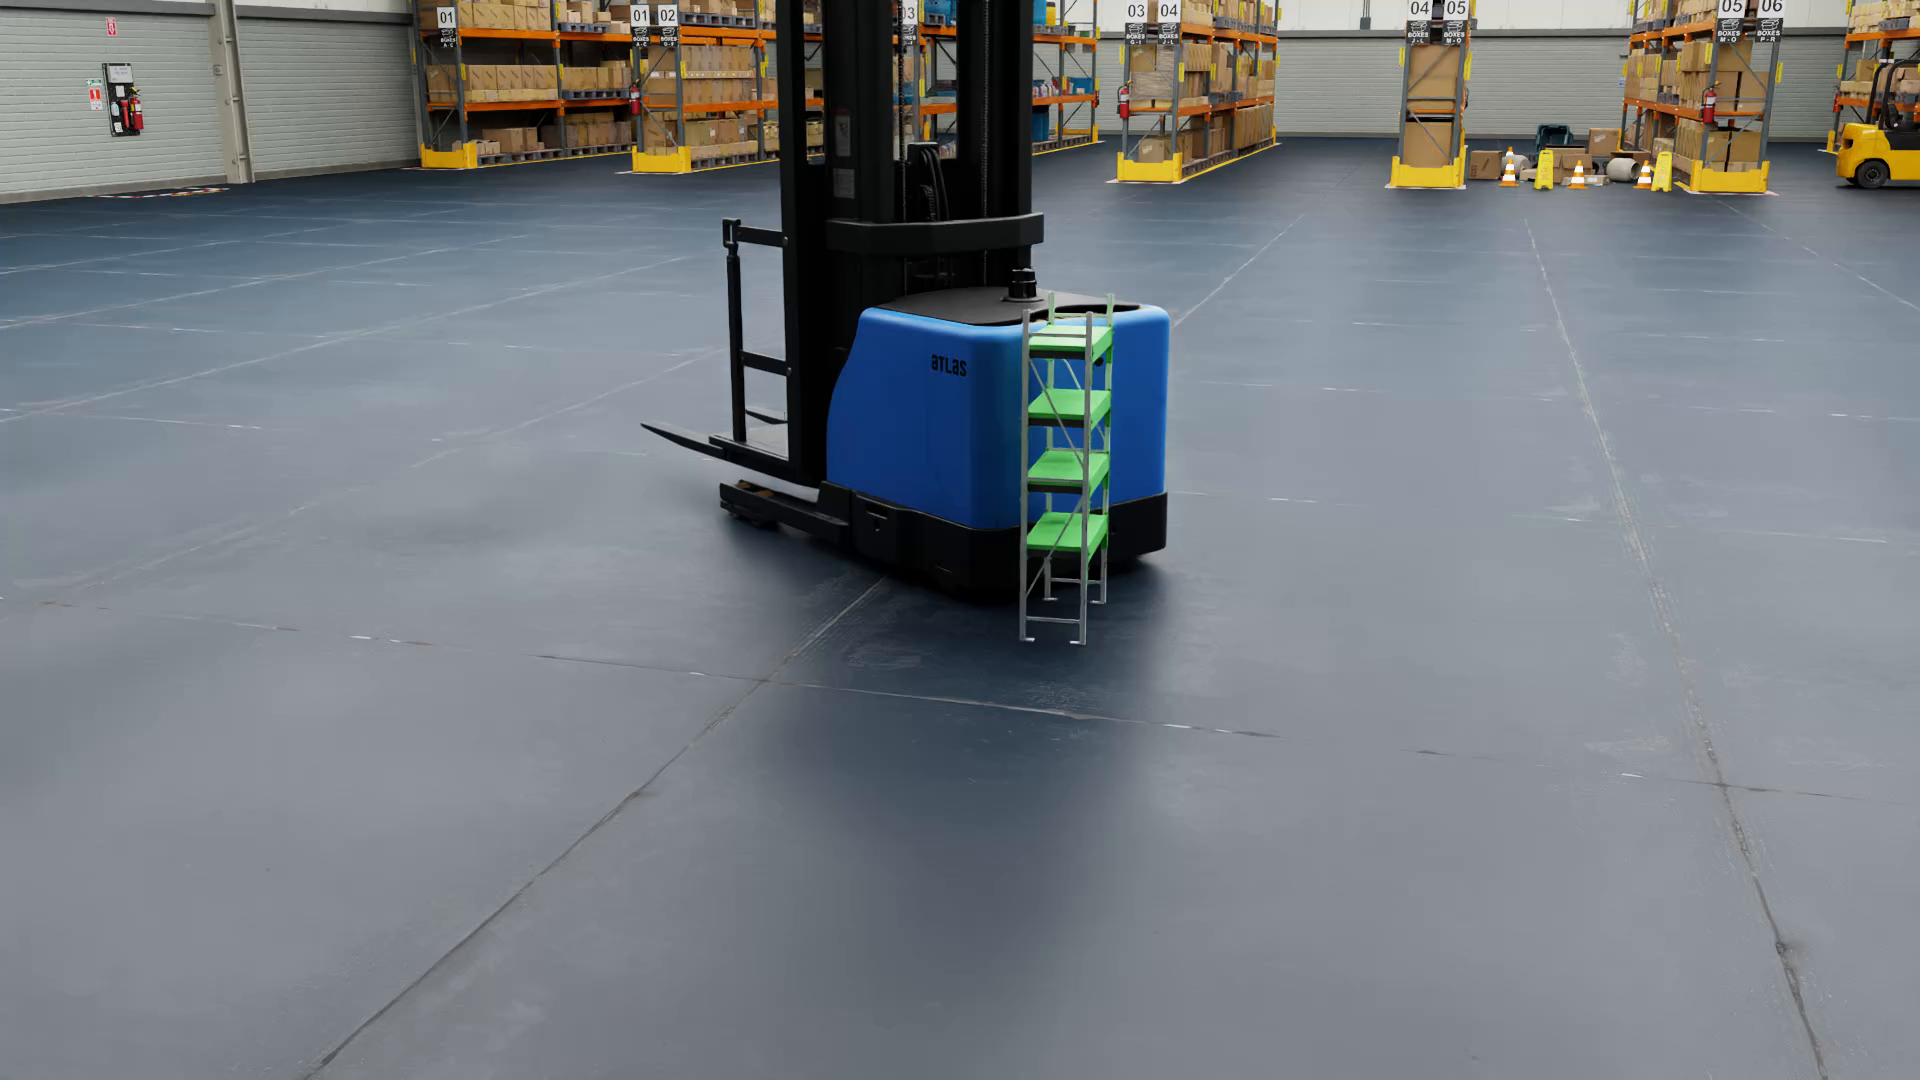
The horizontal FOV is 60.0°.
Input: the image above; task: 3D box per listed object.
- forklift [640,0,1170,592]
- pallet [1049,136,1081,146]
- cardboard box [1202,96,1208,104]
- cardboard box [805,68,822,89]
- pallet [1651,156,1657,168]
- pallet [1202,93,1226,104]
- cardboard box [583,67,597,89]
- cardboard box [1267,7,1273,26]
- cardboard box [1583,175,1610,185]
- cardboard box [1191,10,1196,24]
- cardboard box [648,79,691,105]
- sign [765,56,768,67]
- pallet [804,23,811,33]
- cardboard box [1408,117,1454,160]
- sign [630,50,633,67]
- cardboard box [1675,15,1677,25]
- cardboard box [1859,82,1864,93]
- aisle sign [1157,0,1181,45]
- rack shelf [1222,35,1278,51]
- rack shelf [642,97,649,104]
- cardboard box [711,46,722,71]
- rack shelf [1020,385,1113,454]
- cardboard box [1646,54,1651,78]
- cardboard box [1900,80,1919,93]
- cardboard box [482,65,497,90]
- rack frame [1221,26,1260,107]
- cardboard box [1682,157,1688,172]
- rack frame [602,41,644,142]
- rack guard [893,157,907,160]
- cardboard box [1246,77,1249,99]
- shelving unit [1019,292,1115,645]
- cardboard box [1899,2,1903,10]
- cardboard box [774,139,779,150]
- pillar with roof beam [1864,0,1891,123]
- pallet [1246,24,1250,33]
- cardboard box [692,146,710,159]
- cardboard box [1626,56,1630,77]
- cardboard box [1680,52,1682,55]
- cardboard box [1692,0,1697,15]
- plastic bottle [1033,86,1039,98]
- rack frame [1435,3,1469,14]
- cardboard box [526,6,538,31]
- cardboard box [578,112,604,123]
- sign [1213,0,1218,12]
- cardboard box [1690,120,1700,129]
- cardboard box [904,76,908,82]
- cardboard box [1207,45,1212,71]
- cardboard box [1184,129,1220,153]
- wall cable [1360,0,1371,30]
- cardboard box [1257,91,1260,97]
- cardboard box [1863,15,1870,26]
[{"bbox_3d":[-0.456,-1.545,7.406,1.130,2.935,3.031,-13,20,-37],"label":"forklift"},{"bbox_3d":[2.672,-10.811,45.059,1.003,0.211,1.213,5,16,16],"label":"pallet"},{"bbox_3d":[4.851,-8.960,33.884,0.380,0.149,0.250,5,16,16],"label":"cardboard box"},{"bbox_3d":[-3.658,-11.400,41.070,0.700,0.500,0.500,-1,16,-3],"label":"cardboard box"},{"bbox_3d":[15.045,-7.892,34.768,1.003,0.211,1.213,5,16,16],"label":"pallet"},{"bbox_3d":[4.987,-9.257,34.819,1.003,0.211,1.213,5,16,16],"label":"pallet"},{"bbox_3d":[-9.116,-11.023,39.707,0.700,0.500,0.500,7,17,24],"label":"cardboard box"},{"bbox_3d":[7.945,-13.901,44.208,0.700,0.500,0.500,4,16,13],"label":"cardboard box"},{"bbox_3d":[11.431,-6.473,29.879,0.250,0.149,0.380,-15,21,-41],"label":"cardboard box"},{"bbox_3d":[4.164,-9.855,31.357,0.500,0.250,0.500,5,16,16],"label":"cardboard box"},{"bbox_3d":[-5.858,-9.052,33.564,0.700,0.500,0.500,5,16,16],"label":"cardboard box"},{"bbox_3d":[-5.690,-14.077,48.908,0.100,0.325,0.005,5,16,16],"label":"sign"},{"bbox_3d":[-4.151,-11.851,38.463,1.003,0.211,1.213,5,17,18],"label":"pallet"},{"bbox_3d":[9.112,-7.770,32.350,0.875,0.875,0.875,5,17,17],"label":"cardboard box"},{"bbox_3d":[-6.519,-9.600,33.121,0.100,0.325,0.005,5,16,16],"label":"sign"},{"bbox_3d":[14.944,-10.681,34.238,0.396,0.266,0.258,5,16,16],"label":"cardboard box"},{"bbox_3d":[21.359,-10.586,38.883,0.500,0.250,0.500,5,16,15],"label":"cardboard box"},{"bbox_3d":[3.764,-9.325,29.945,0.394,0.787,0.004,5,16,16],"label":"aisle sign"},{"bbox_3d":[7.473,-12.874,43.041,1.077,0.370,4.000,5,16,16],"label":"rack shelf"},{"bbox_3d":[-7.911,-11.536,43.823,1.077,0.370,4.000,5,16,16],"label":"rack shelf"},{"bbox_3d":[-5.414,-10.091,34.849,0.700,0.500,0.500,5,16,16],"label":"cardboard box"},{"bbox_3d":[0.392,-0.442,6.043,0.258,0.148,0.480,4,16,13],"label":"rack shelf"},{"bbox_3d":[15.742,-10.655,37.382,0.500,0.500,0.500,4,16,14],"label":"cardboard box"},{"bbox_3d":[20.018,-9.485,34.779,0.500,0.250,0.500,4,16,13],"label":"cardboard box"},{"bbox_3d":[-10.179,-9.794,35.228,0.500,0.500,0.500,5,16,16],"label":"cardboard box"},{"bbox_3d":[6.904,-11.253,41.507,1.000,3.000,0.127,5,16,16],"label":"rack frame"},{"bbox_3d":[13.265,-6.729,29.826,0.500,0.250,0.500,4,16,14],"label":"cardboard box"},{"bbox_3d":[-8.480,-11.359,41.880,1.000,3.000,0.127,5,16,16],"label":"rack frame"},{"bbox_3d":[-1.278,-7.319,32.217,1.175,0.500,0.348,5,16,16],"label":"rack guard"},{"bbox_3d":[6.597,-10.761,39.588,0.500,0.500,0.500,5,16,16],"label":"cardboard box"},{"bbox_3d":[0.392,-0.273,6.091,0.258,1.200,0.503,4,16,13],"label":"shelving unit"},{"bbox_3d":[20.360,-11.430,35.595,0.380,0.149,0.250,5,17,16],"label":"cardboard box"},{"bbox_3d":[-4.367,-9.029,37.933,0.500,0.250,0.500,5,17,17],"label":"cardboard box"},{"bbox_3d":[19.805,-15.003,43.732,9.100,9.000,0.400,5,16,16],"label":"pillar with roof beam"},{"bbox_3d":[6.215,-12.024,39.075,1.003,0.211,1.213,5,17,18],"label":"pallet"},{"bbox_3d":[-5.499,-8.016,34.364,0.500,0.250,0.500,5,16,16],"label":"cardboard box"},{"bbox_3d":[17.133,-11.957,41.972,0.500,0.500,0.500,4,16,15],"label":"cardboard box"},{"bbox_3d":[14.230,-9.417,32.345,0.380,0.149,0.250,4,16,14],"label":"cardboard box"},{"bbox_3d":[13.607,-9.676,30.180,0.500,0.250,0.500,4,16,15],"label":"cardboard box"},{"bbox_3d":[1.846,-10.982,40.779,0.152,0.276,0.135,5,16,16],"label":"plastic bottle"},{"bbox_3d":[9.357,-11.635,31.860,1.000,3.000,0.127,5,16,16],"label":"rack frame"},{"bbox_3d":[-9.679,-11.531,36.769,0.500,0.500,0.500,3,16,11],"label":"cardboard box"},{"bbox_3d":[-8.998,-10.257,40.396,0.500,0.250,0.500,5,16,16],"label":"cardboard box"},{"bbox_3d":[5.153,-10.812,33.507,0.100,0.325,0.005,5,16,16],"label":"sign"},{"bbox_3d":[13.164,-7.363,29.497,0.380,0.149,0.250,5,17,18],"label":"cardboard box"},{"bbox_3d":[-1.757,-12.581,46.004,0.500,0.500,0.500,4,16,15],"label":"cardboard box"},{"bbox_3d":[4.767,-9.693,33.447,0.500,0.500,0.500,5,16,16],"label":"cardboard box"},{"bbox_3d":[5.296,-8.744,36.435,0.700,0.500,0.500,6,17,21],"label":"cardboard box"},{"bbox_3d":[12.952,-17.946,48.212,2.277,5.999,0.120,5,16,16],"label":"wall cable"},{"bbox_3d":[7.307,-11.184,41.723,0.380,0.149,0.250,5,16,16],"label":"cardboard box"},{"bbox_3d":[21.507,-12.162,38.943,0.500,0.250,0.500,4,16,15],"label":"cardboard box"}]
